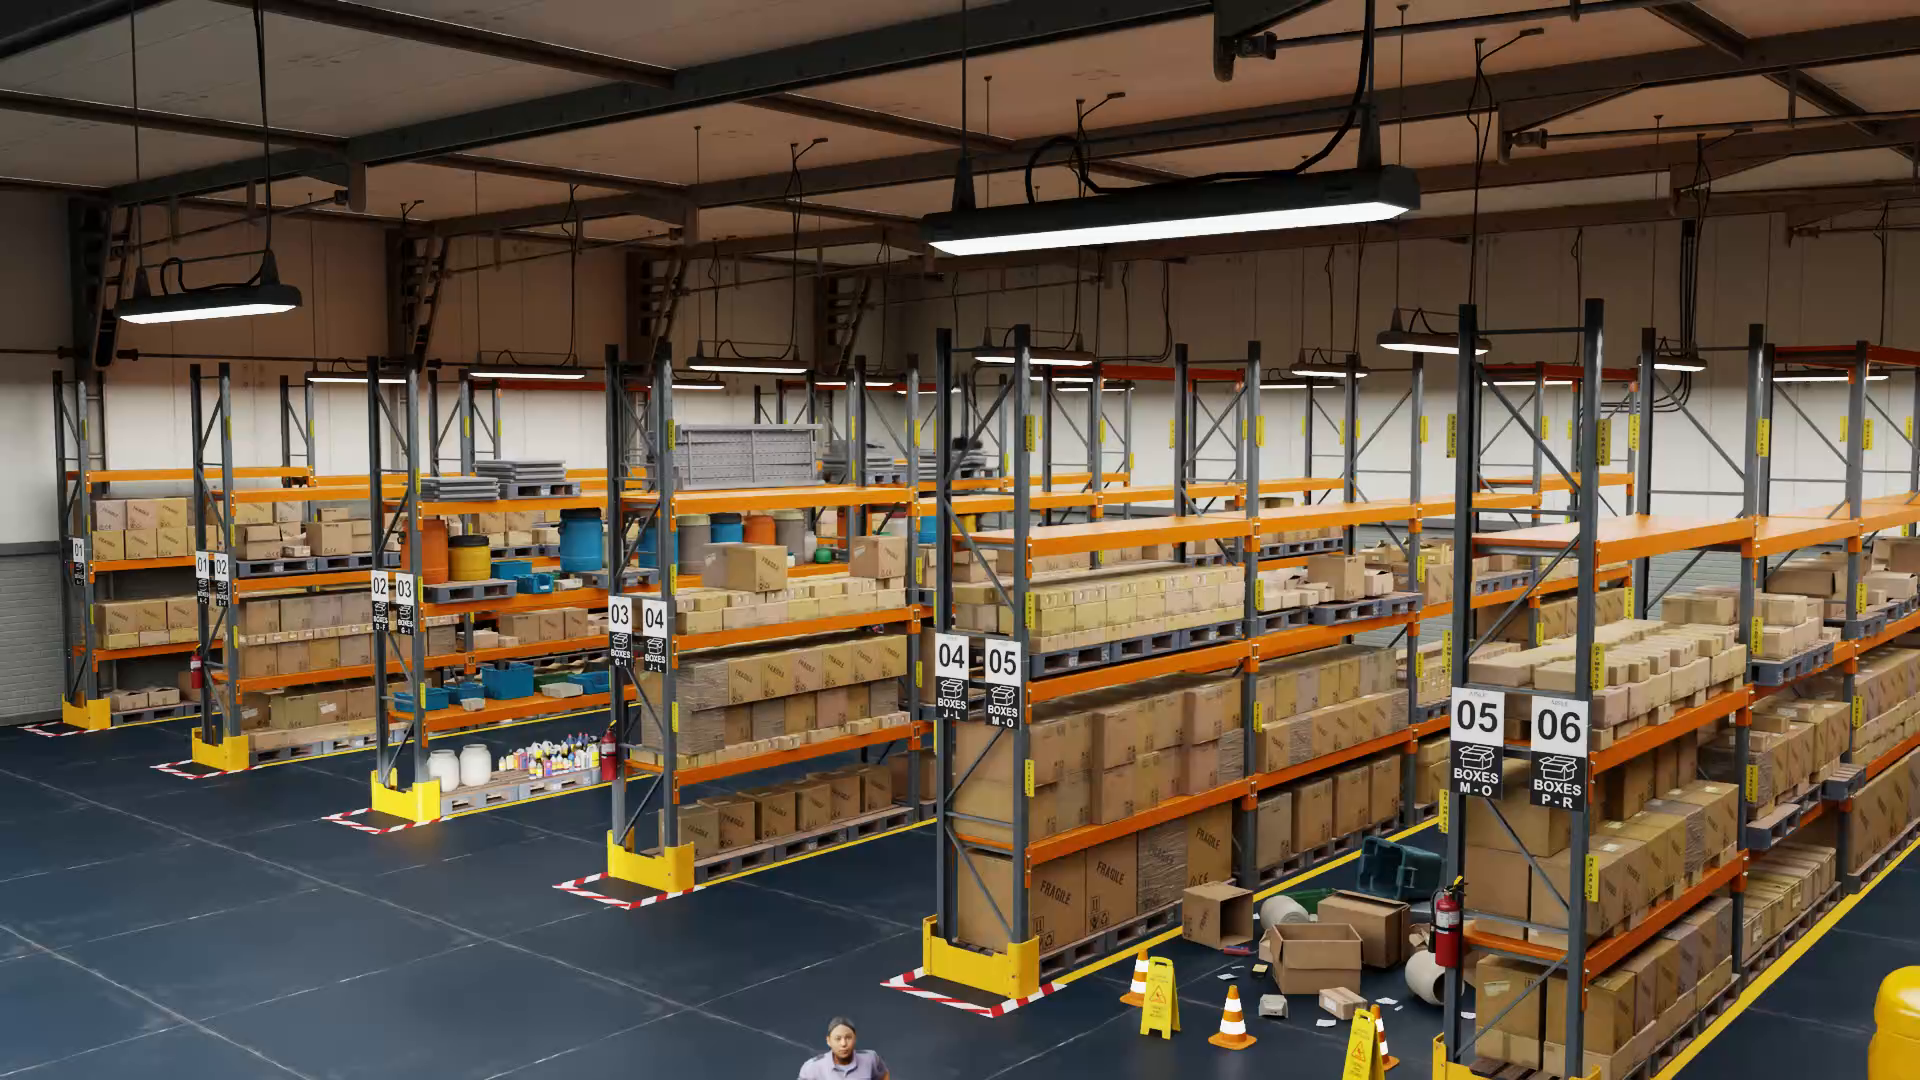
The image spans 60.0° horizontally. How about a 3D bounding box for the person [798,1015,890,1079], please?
[{"bbox_3d":[-0.704,3.650,9.868,0.590,1.697,0.730,0,4,-4],"label":"person"}]
